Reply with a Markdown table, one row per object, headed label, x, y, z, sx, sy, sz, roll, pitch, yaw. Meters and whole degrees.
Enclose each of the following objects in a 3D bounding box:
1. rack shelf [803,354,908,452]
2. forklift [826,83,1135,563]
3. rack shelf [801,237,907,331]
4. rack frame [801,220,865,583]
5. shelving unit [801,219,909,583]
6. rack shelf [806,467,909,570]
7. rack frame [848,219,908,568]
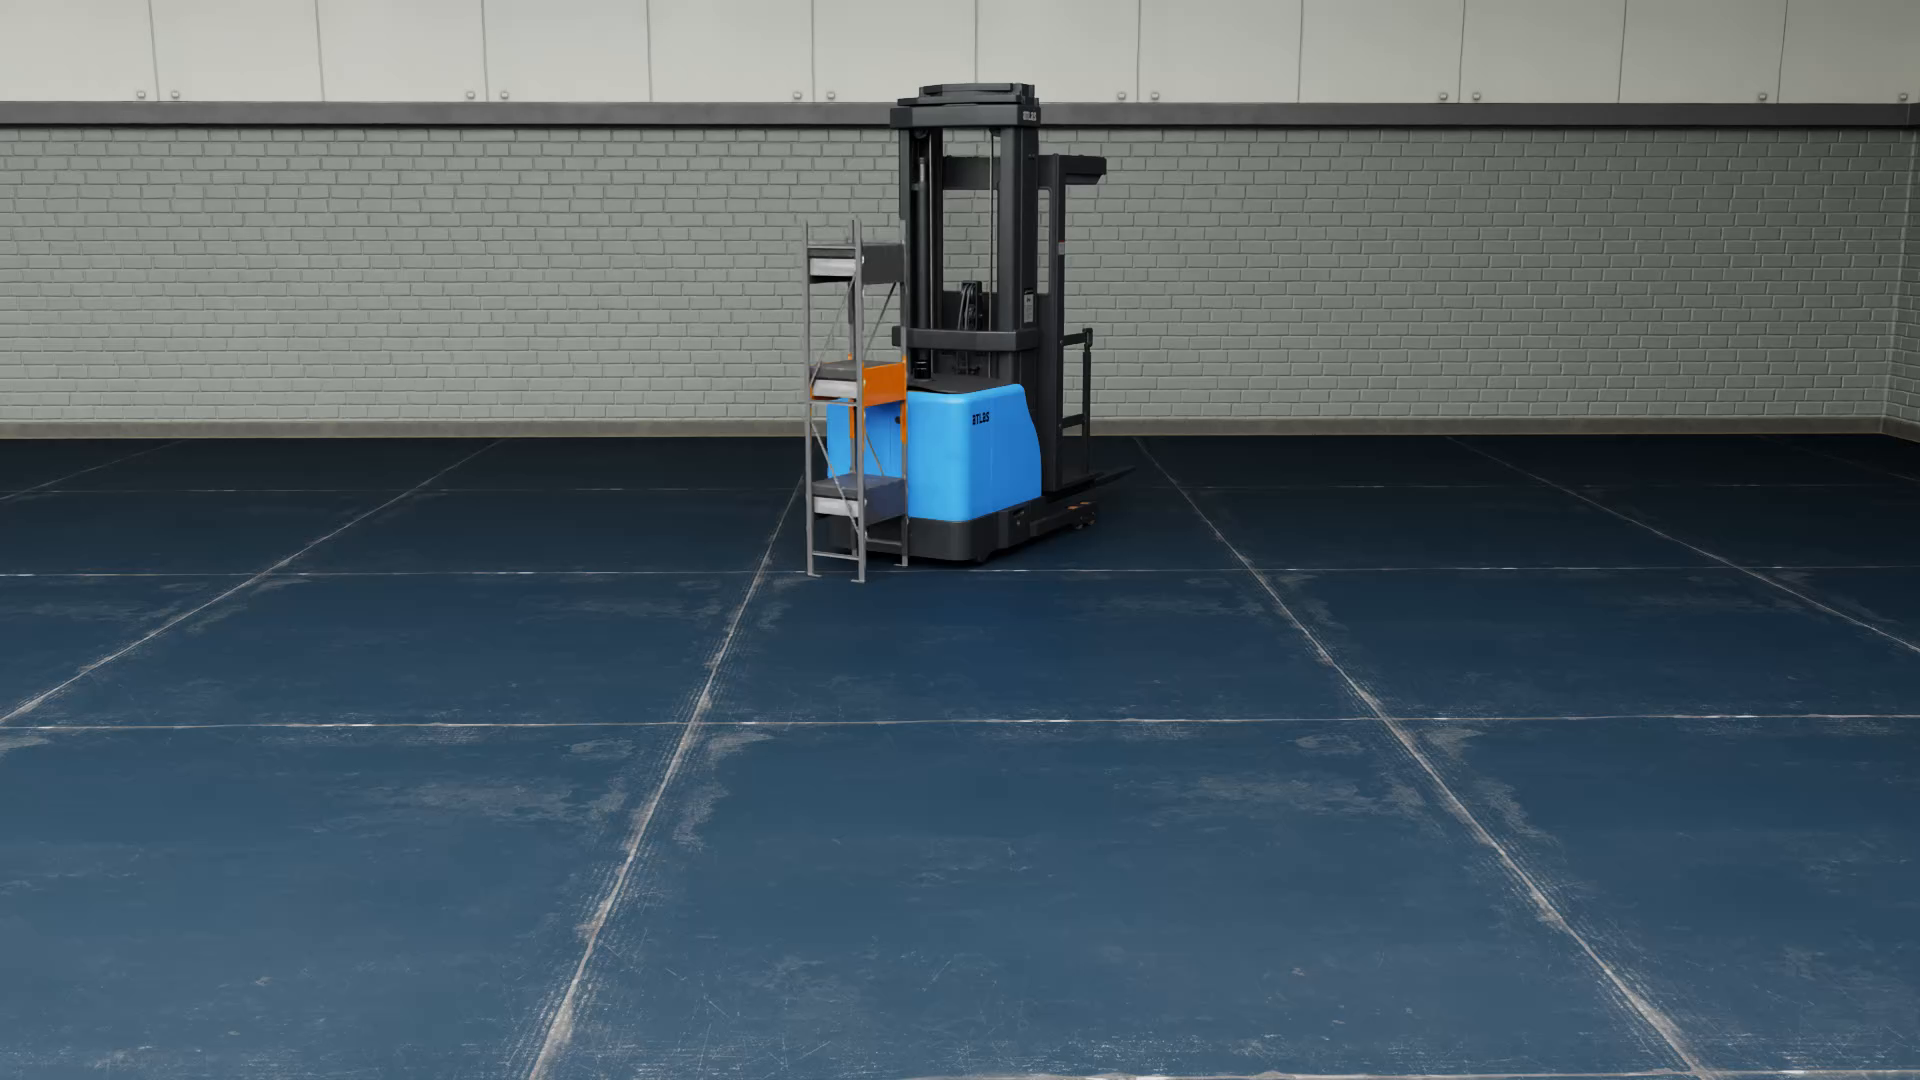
| label | x | y | z | sx | sy | sz | roll | pitch | yaw |
| --- | --- | --- | --- | --- | --- | --- | --- | --- | --- |
| rack shelf | -0.617 | -0.824 | 9.905 | 0.431 | 0.518 | 0.480 | 6 | 13 | 29 |
| forklift | 0.308 | -1.546 | 11.307 | 1.130 | 2.935 | 3.031 | 6 | 13 | 29 |
| rack shelf | -0.616 | -1.510 | 9.766 | 0.431 | 0.518 | 0.480 | 6 | 13 | 29 |
| rack frame | -0.736 | -0.795 | 9.694 | 0.400 | 2.100 | 0.015 | 6 | 13 | 29 |
| shelving unit | -0.617 | -0.837 | 9.902 | 0.431 | 2.100 | 0.503 | 6 | 13 | 29 |
| rack shelf | -0.617 | -0.137 | 10.044 | 0.431 | 0.518 | 0.480 | 6 | 13 | 29 |
| rack frame | -0.497 | -0.879 | 10.111 | 0.400 | 2.100 | 0.015 | 6 | 13 | 29 |
